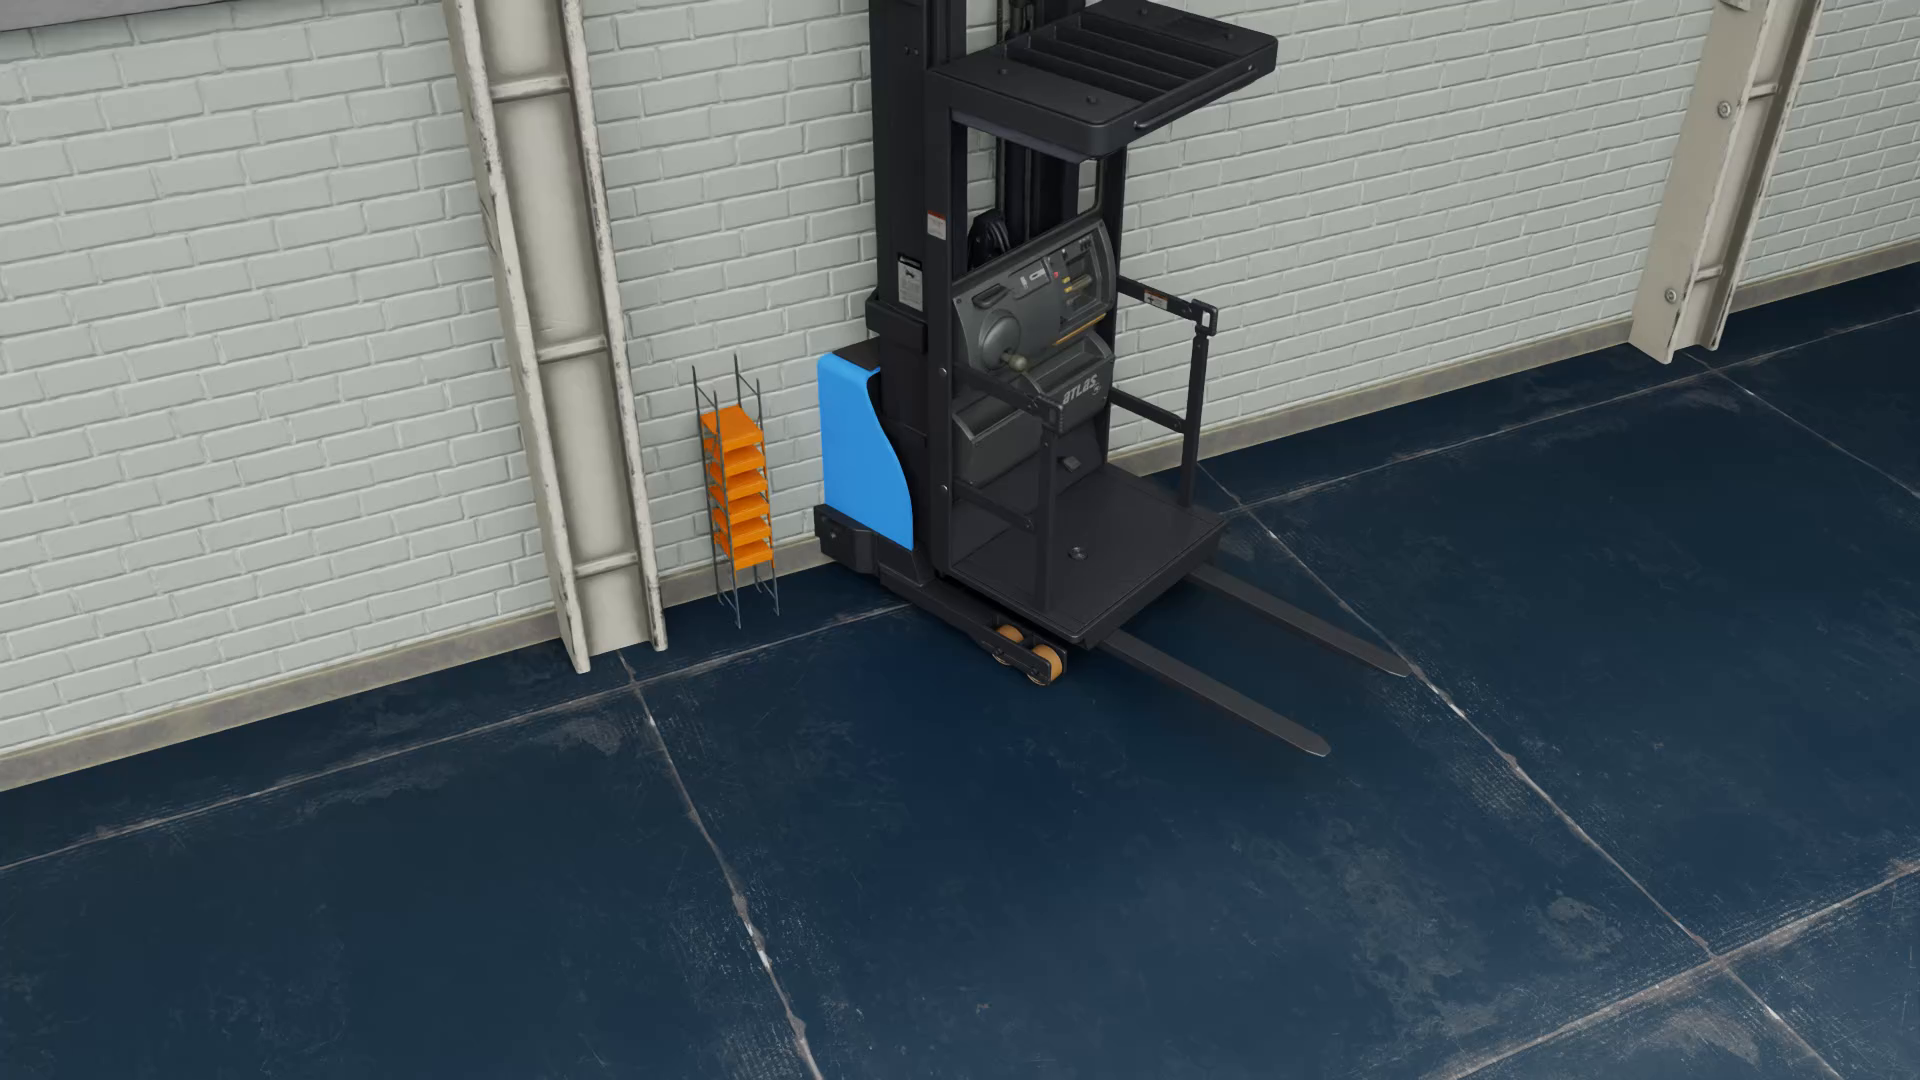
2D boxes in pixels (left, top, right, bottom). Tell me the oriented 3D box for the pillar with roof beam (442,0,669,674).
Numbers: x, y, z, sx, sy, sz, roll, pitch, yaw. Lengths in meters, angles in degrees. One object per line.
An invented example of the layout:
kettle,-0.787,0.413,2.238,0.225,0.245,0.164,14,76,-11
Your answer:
pillar with roof beam,0.337,-0.862,1.358,0.400,9.000,9.100,-16,39,-20

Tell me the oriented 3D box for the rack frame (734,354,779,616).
rack frame,-0.857,-0.212,7.029,0.006,1.200,0.240,-19,41,-24

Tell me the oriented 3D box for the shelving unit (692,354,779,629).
shelving unit,-0.936,-0.185,6.992,0.189,1.200,0.258,-19,41,-24

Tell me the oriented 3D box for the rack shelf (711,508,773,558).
rack shelf,-0.936,-0.053,7.090,0.180,0.103,0.258,-19,41,-24

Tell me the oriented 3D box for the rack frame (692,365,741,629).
rack frame,-1.016,-0.158,6.955,0.006,1.200,0.240,-19,41,-24

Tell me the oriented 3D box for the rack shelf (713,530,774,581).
rack shelf,-0.936,0.044,7.162,0.180,0.103,0.258,-19,41,-24

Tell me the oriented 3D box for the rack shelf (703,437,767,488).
rack shelf,-0.936,-0.342,6.876,0.180,0.103,0.258,-19,41,-24

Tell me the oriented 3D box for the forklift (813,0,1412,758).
forklift,0.467,-0.928,6.541,3.031,2.935,1.130,28,45,32

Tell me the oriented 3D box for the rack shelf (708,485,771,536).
rack shelf,-0.936,-0.149,7.019,0.180,0.103,0.258,-19,41,-24

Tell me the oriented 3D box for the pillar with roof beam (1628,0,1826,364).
pillar with roof beam,5.768,-2.380,3.405,0.400,9.000,9.100,-16,39,-20

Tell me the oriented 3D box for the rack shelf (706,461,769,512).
rack shelf,-0.936,-0.246,6.947,0.180,0.103,0.258,-19,41,-24

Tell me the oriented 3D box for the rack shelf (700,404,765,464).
rack shelf,-0.936,-0.438,6.804,0.180,0.103,0.258,-19,41,-24
